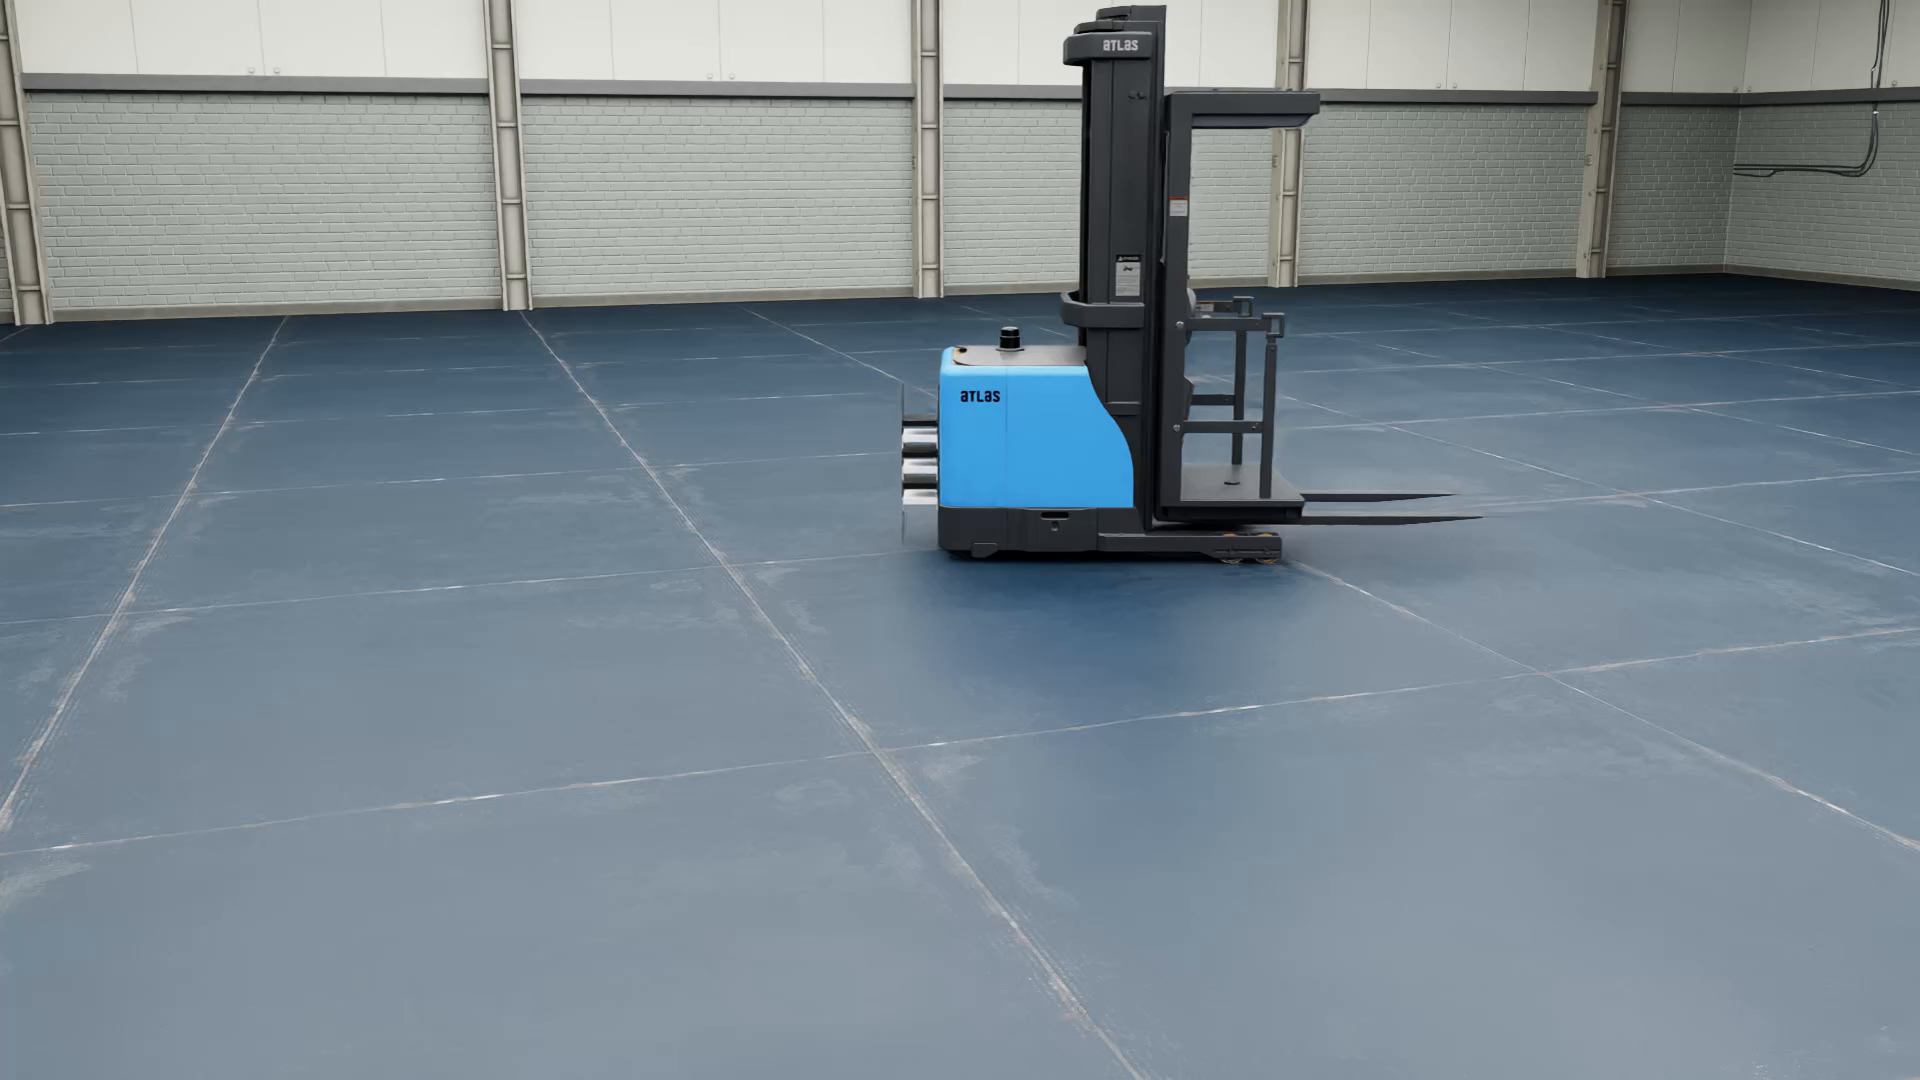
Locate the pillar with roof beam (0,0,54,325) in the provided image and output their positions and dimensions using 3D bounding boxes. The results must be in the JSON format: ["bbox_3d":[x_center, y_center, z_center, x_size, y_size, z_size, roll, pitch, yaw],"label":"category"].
[{"bbox_3d":[-10.479,-6.209,16.298,0.400,9.000,9.100,-4,14,-18],"label":"pillar with roof beam"}]

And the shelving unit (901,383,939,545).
[{"bbox_3d":[-0.226,-0.439,9.543,0.210,0.900,0.258,0,13,0],"label":"shelving unit"}]

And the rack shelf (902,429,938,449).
[{"bbox_3d":[-0.226,-0.581,9.509,0.200,0.077,0.258,0,13,0],"label":"rack shelf"}]

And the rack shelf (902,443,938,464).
[{"bbox_3d":[-0.226,-0.494,9.530,0.200,0.077,0.258,0,13,0],"label":"rack shelf"}]

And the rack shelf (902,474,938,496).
[{"bbox_3d":[-0.226,-0.319,9.571,0.200,0.077,0.258,0,13,0],"label":"rack shelf"}]

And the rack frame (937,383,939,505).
[{"bbox_3d":[-0.124,-0.439,9.542,0.006,0.900,0.240,0,13,0],"label":"rack frame"}]

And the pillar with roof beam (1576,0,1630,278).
[{"bbox_3d":[12.267,-7.980,23.745,0.400,9.000,9.100,-4,14,-18],"label":"pillar with roof beam"}]

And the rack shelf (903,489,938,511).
[{"bbox_3d":[-0.226,-0.231,9.592,0.200,0.077,0.258,0,13,0],"label":"rack shelf"}]

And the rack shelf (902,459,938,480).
[{"bbox_3d":[-0.226,-0.406,9.550,0.200,0.077,0.258,0,13,0],"label":"rack shelf"}]

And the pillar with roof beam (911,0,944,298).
[{"bbox_3d":[0.894,-7.094,20.021,0.400,9.000,9.100,-4,14,-18],"label":"pillar with roof beam"}]

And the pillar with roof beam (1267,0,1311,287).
[{"bbox_3d":[6.581,-7.537,21.883,0.400,9.000,9.100,-4,14,-18],"label":"pillar with roof beam"}]

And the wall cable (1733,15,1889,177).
[{"bbox_3d":[14.108,-7.341,27.768,0.112,2.526,3.097,-4,14,-18],"label":"wall cable"}]

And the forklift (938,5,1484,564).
[{"bbox_3d":[1.397,-1.418,9.272,3.031,2.935,1.130,0,13,0],"label":"forklift"}]

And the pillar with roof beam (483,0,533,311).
[{"bbox_3d":[-4.793,-6.651,18.160,0.400,9.000,9.100,-4,14,-18],"label":"pillar with roof beam"}]

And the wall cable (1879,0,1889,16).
[{"bbox_3d":[14.971,-9.204,24.689,0.112,2.526,3.097,-4,14,-18],"label":"wall cable"}]

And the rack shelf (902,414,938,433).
[{"bbox_3d":[-0.226,-0.669,9.488,0.200,0.077,0.258,0,13,0],"label":"rack shelf"}]

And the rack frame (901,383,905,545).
[{"bbox_3d":[-0.328,-0.439,9.543,0.006,0.900,0.240,0,13,0],"label":"rack frame"}]
